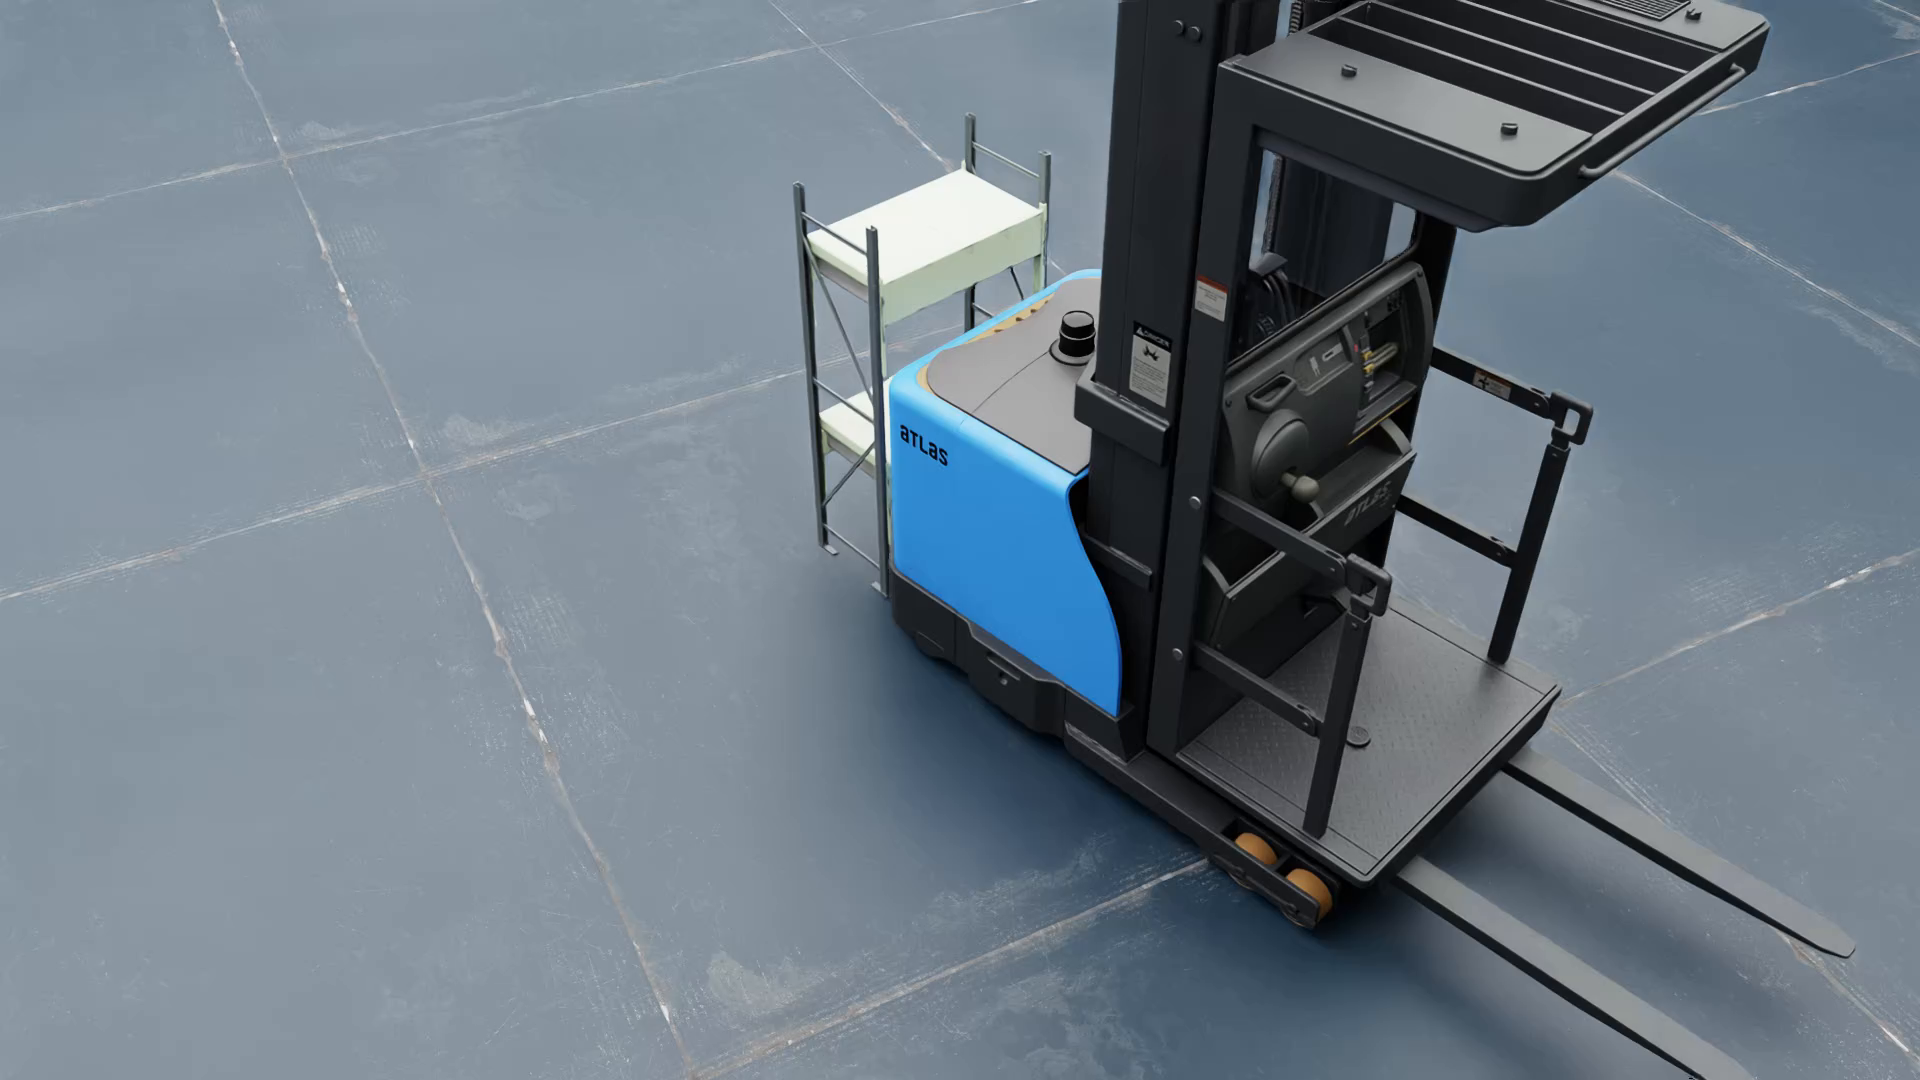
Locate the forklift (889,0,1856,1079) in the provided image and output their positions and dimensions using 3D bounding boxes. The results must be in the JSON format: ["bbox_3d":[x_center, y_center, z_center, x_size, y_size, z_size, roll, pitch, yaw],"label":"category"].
[{"bbox_3d":[1.161,-0.364,4.411,3.031,2.935,1.130,33,50,32],"label":"forklift"}]

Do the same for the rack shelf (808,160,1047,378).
[{"bbox_3d":[-0.117,-0.919,5.571,0.720,0.370,0.431,-30,49,-31],"label":"rack shelf"}]

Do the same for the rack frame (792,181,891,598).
[{"bbox_3d":[-0.390,-0.464,5.637,0.023,1.500,0.400,-30,49,-31],"label":"rack frame"}]

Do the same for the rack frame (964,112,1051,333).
[{"bbox_3d":[0.157,-0.779,6.009,0.023,1.500,0.400,-30,49,-31],"label":"rack frame"}]

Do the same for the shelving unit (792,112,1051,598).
[{"bbox_3d":[-0.117,-0.621,5.823,0.755,1.500,0.431,-30,49,-31],"label":"shelving unit"}]

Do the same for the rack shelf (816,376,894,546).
[{"bbox_3d":[-0.117,-0.372,6.034,0.720,0.370,0.431,-30,49,-31],"label":"rack shelf"}]
